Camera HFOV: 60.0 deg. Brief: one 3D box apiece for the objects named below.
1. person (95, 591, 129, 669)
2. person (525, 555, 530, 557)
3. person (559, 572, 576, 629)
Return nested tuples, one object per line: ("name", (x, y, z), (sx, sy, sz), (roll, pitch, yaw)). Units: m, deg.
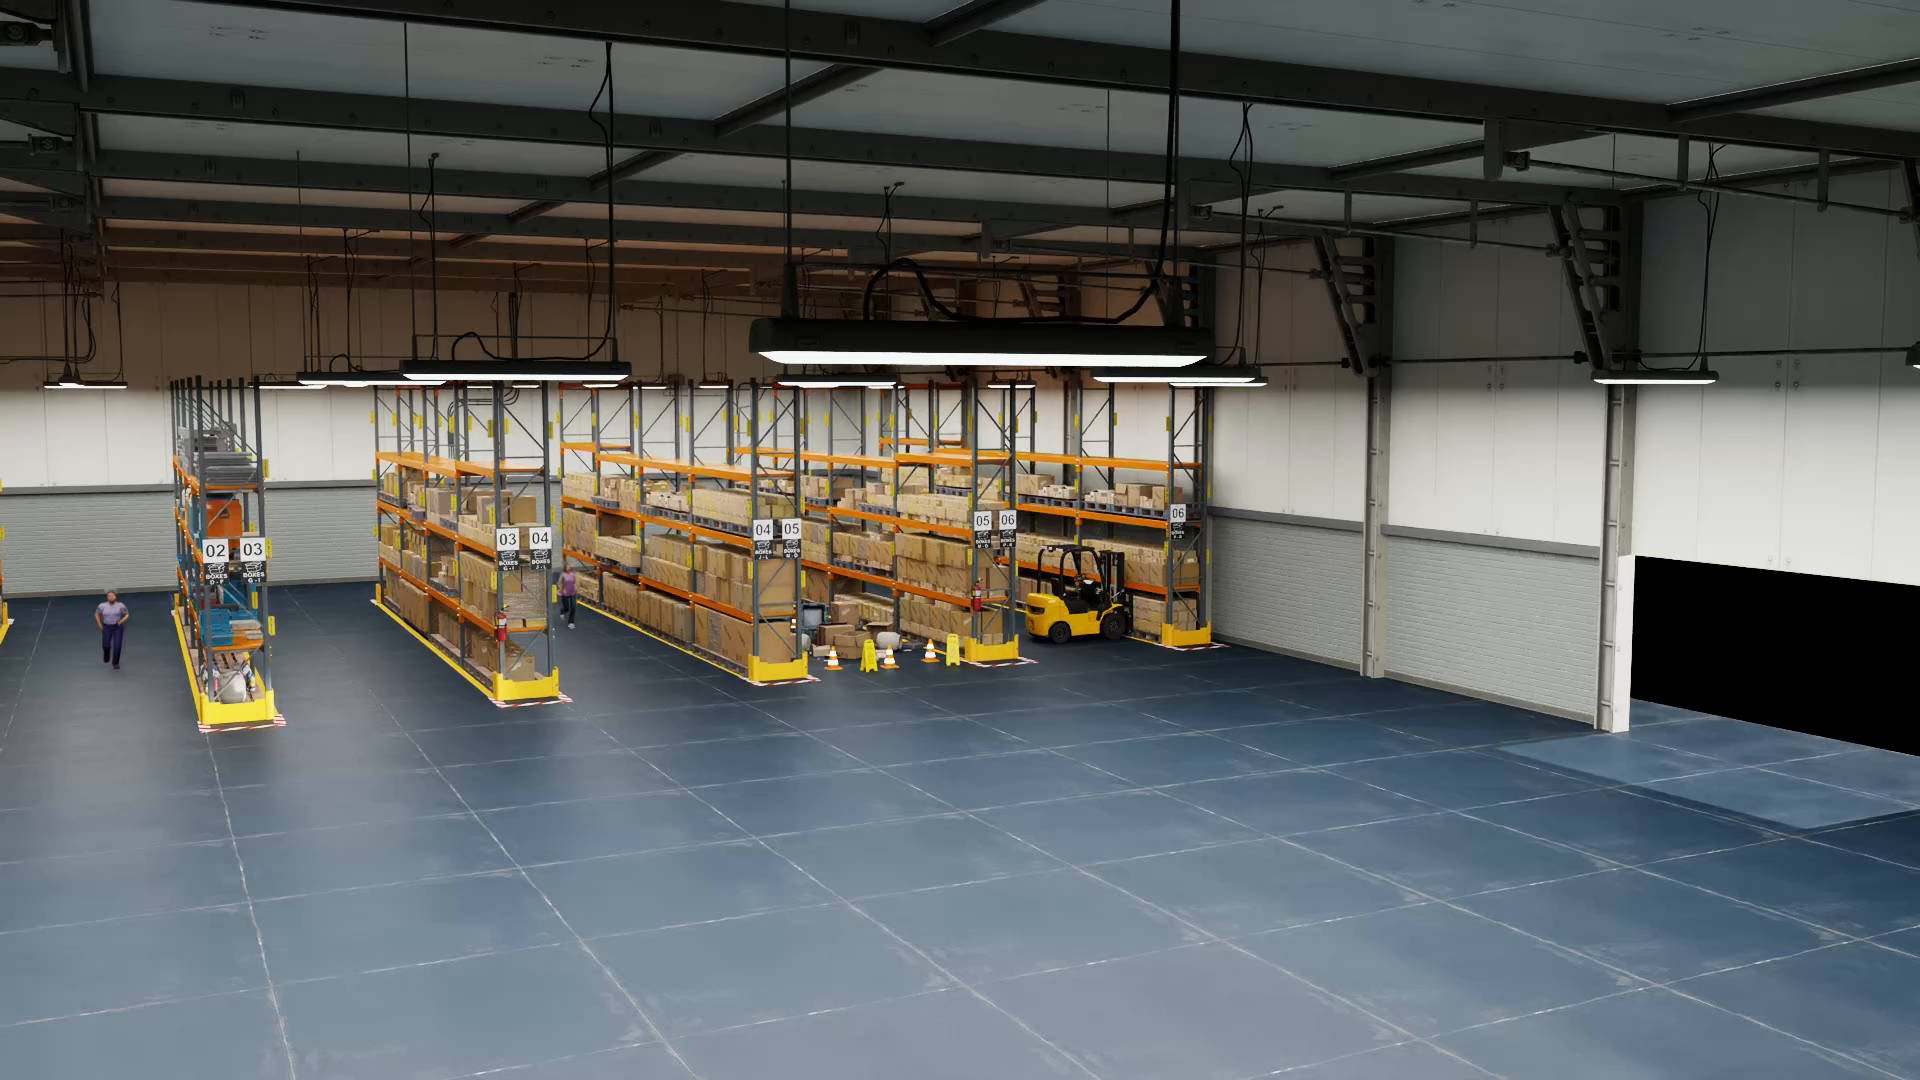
("person", (-17.570, 1.870, 34.468), (0.619, 1.604, 0.559), (-2, 6, -25))
("person", (-12.296, 0.681, 46.666), (0.707, 1.769, 0.974), (1, 5, 9))
("person", (-9.558, 1.458, 40.527), (0.346, 1.355, 0.723), (-4, 6, -35))
